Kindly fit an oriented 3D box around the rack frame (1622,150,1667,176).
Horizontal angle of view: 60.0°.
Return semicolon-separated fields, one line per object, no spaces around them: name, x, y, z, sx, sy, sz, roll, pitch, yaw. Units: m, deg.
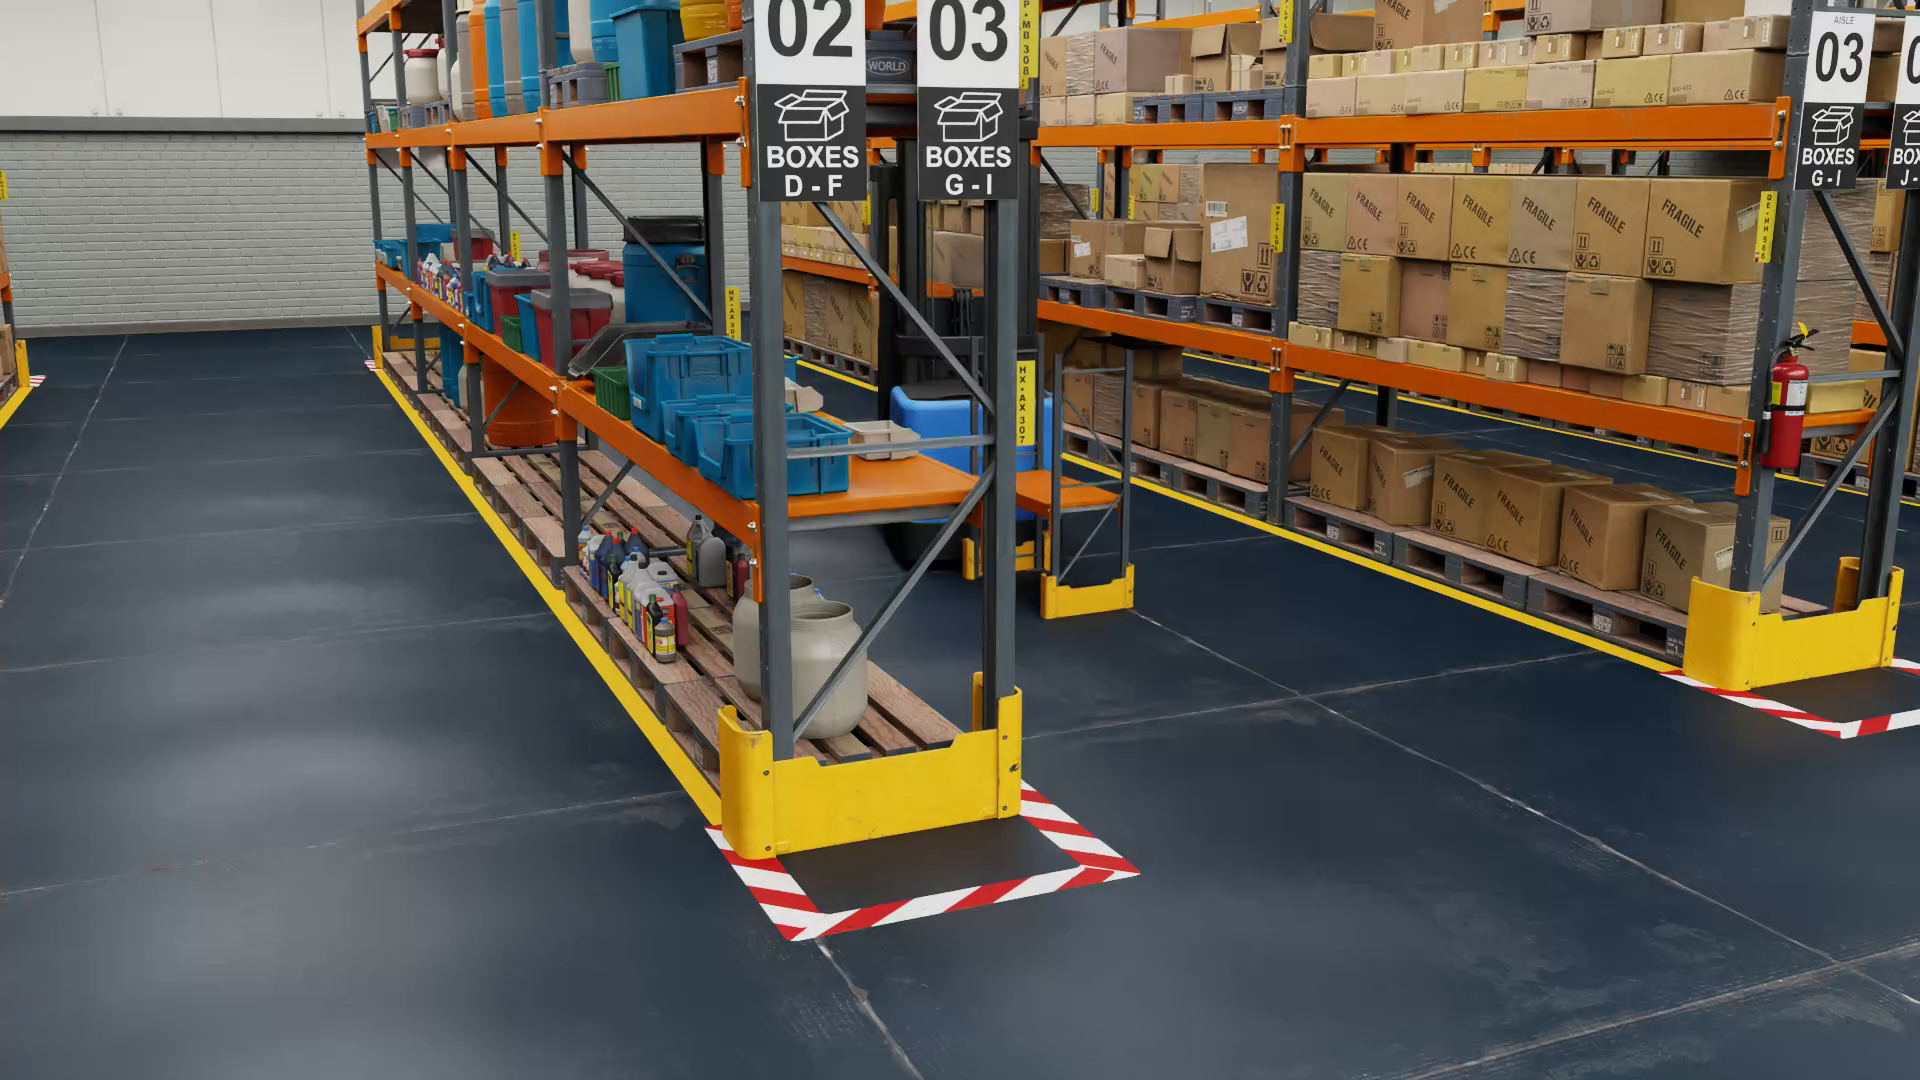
rack frame;11.490;-5.436;28.205;1.000;3.000;0.127;-6;14;-23

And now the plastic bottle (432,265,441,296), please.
plastic bottle;-4.773;-2.388;15.312;0.152;0.276;0.135;-6;14;-23

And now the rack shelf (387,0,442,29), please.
rack shelf;-4.272;-4.782;14.557;1.077;0.370;4.000;-6;14;-23

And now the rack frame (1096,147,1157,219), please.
rack frame;2.448;-4.519;24.242;1.000;3.000;0.127;-6;14;-23

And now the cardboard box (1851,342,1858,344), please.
cardboard box;10.365;-2.141;18.863;0.950;0.372;0.625;-7;15;-27

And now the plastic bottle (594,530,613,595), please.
plastic bottle;-1.925;0.115;9.118;0.144;0.351;0.185;-5;14;-21

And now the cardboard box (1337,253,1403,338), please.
cardboard box;2.961;-1.601;10.754;0.875;0.500;0.500;-6;14;-23

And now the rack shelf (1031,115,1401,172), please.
rack shelf;1.869;-3.137;13.213;1.077;0.370;4.000;-6;14;-23

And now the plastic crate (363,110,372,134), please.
plastic crate;-6.776;-4.937;19.688;0.497;0.269;0.590;-6;14;-23

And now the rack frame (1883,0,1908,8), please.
rack frame;10.148;-6.257;18.446;1.000;3.000;0.127;-6;14;-23

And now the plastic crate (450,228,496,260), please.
plastic crate;-5.201;-3.085;17.774;0.402;0.464;0.583;-6;14;-23

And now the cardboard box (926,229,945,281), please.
cardboard box;-0.177;-2.989;17.411;0.500;0.500;0.500;-6;14;-24

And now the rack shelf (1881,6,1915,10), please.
rack shelf;10.949;-5.298;16.787;1.077;0.370;4.000;-6;14;-23

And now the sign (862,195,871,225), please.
sign;-1.043;-3.675;18.502;0.100;0.325;0.005;-6;14;-23

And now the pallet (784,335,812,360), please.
pallet;-1.745;-2.575;22.028;1.003;0.211;1.213;-6;14;-23

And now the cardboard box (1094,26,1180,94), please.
cardboard box;1.428;-3.864;13.429;0.500;0.500;0.500;-6;14;-25

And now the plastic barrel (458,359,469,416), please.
plastic barrel;-4.443;-1.426;15.463;0.421;0.512;0.421;0;13;0

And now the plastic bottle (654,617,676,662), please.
plastic bottle;-1.403;0.470;7.915;0.097;0.201;0.097;0;13;0

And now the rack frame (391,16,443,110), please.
rack frame;-5.073;-5.741;16.217;1.000;3.000;0.127;-6;14;-23

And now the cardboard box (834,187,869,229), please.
cardboard box;-1.161;-3.877;19.480;0.500;0.500;0.500;-5;14;-22

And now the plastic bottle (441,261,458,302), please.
plastic bottle;-4.507;-2.285;14.701;0.144;0.351;0.185;-6;14;-23

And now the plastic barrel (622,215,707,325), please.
plastic barrel;-1.746;-1.517;10.158;0.600;0.901;0.708;-6;14;-23

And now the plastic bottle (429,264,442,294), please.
plastic bottle;-4.866;-2.436;15.519;0.152;0.276;0.135;-6;14;-23

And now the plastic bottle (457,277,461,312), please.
plastic bottle;-4.116;-2.027;13.736;0.061;0.283;0.133;-6;14;-23

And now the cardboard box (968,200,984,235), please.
cardboard box;0.531;-3.264;16.373;0.797;0.503;0.637;-5;14;-22

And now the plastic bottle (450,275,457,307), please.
plastic bottle;-4.302;-2.128;14.195;0.097;0.271;0.097;0;13;0

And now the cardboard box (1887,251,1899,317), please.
cardboard box;7.655;-1.926;12.706;0.875;0.550;0.550;-6;14;-23

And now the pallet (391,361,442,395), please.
pallet;-5.896;-1.860;18.939;1.003;0.211;1.213;-6;14;-23

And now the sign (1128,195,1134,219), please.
sign;1.561;-3.015;15.354;0.100;0.325;0.005;-6;14;-23

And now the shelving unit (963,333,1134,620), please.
shelving unit;0.511;-0.417;9.844;0.587;1.500;1.083;-6;14;-26

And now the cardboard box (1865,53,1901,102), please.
cardboard box;4.316;-2.297;8.324;0.500;0.250;0.500;-5;14;-21

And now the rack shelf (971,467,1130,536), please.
rack shelf;0.515;-0.240;9.876;0.538;0.185;1.000;-6;14;-26

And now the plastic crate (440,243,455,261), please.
plastic crate;-5.516;-3.122;18.335;0.437;0.282;0.530;-6;14;-23

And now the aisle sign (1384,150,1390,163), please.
aisle sign;6.649;-6.242;25.922;0.394;0.787;0.004;-6;14;-23

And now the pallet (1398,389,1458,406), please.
pallet;5.341;-1.669;18.113;1.003;0.211;1.213;-6;14;-23

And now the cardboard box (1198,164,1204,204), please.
cardboard box;3.402;-4.552;21.287;0.500;0.500;0.500;-6;14;-25

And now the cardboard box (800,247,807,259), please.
cardboard box;-1.780;-3.601;20.832;0.380;0.149;0.250;-6;14;-24

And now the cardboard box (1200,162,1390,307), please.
cardboard box;2.480;-2.286;12.334;1.000;1.000;1.000;-6;14;-23

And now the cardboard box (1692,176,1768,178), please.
cardboard box;4.108;-1.709;9.003;0.500;0.500;0.500;-6;14;-23

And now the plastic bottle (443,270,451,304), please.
plastic bottle;-4.482;-2.216;14.550;0.061;0.283;0.133;-6;14;-23

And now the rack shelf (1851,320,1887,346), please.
rack shelf;8.056;-1.276;11.826;1.077;0.370;4.000;-6;14;-23

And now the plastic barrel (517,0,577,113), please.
plastic barrel;-2.271;-2.956;9.726;0.600;0.901;0.708;-6;14;-23

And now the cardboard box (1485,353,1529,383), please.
cardboard box;3.272;-1.004;9.614;0.380;0.149;0.250;-6;14;-23

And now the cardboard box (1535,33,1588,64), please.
cardboard box;3.360;-2.667;9.038;0.380;0.149;0.250;-6;15;-26

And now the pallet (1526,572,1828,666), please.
pallet;3.949;0.386;9.235;1.003;0.211;1.213;-6;14;-23

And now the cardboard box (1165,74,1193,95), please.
cardboard box;1.827;-3.543;12.960;0.380;0.166;0.250;-6;14;-25

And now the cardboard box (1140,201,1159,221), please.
cardboard box;2.797;-4.384;22.779;0.500;0.500;0.500;-5;14;-22

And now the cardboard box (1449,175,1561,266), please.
cardboard box;3.229;-1.869;9.692;0.500;0.500;0.500;-6;14;-23

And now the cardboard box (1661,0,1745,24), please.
cardboard box;3.925;-3.016;9.105;0.500;0.500;0.500;-6;14;-23

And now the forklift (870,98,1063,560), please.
forklift;-0.045;-1.580;11.695;1.130;2.935;3.031;-2;13;-7

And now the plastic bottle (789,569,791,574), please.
plastic bottle;-0.884;0.282;8.574;0.097;0.271;0.097;0;13;0

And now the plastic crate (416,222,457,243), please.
plastic crate;-6.370;-3.639;20.227;0.616;0.435;0.499;-6;14;-23

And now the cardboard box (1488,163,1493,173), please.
cardboard box;7.676;-5.317;23.813;0.380;0.149;0.250;-6;14;-24

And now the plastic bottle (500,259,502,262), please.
plastic bottle;-4.473;-2.630;16.355;0.152;0.276;0.135;-6;14;-23
